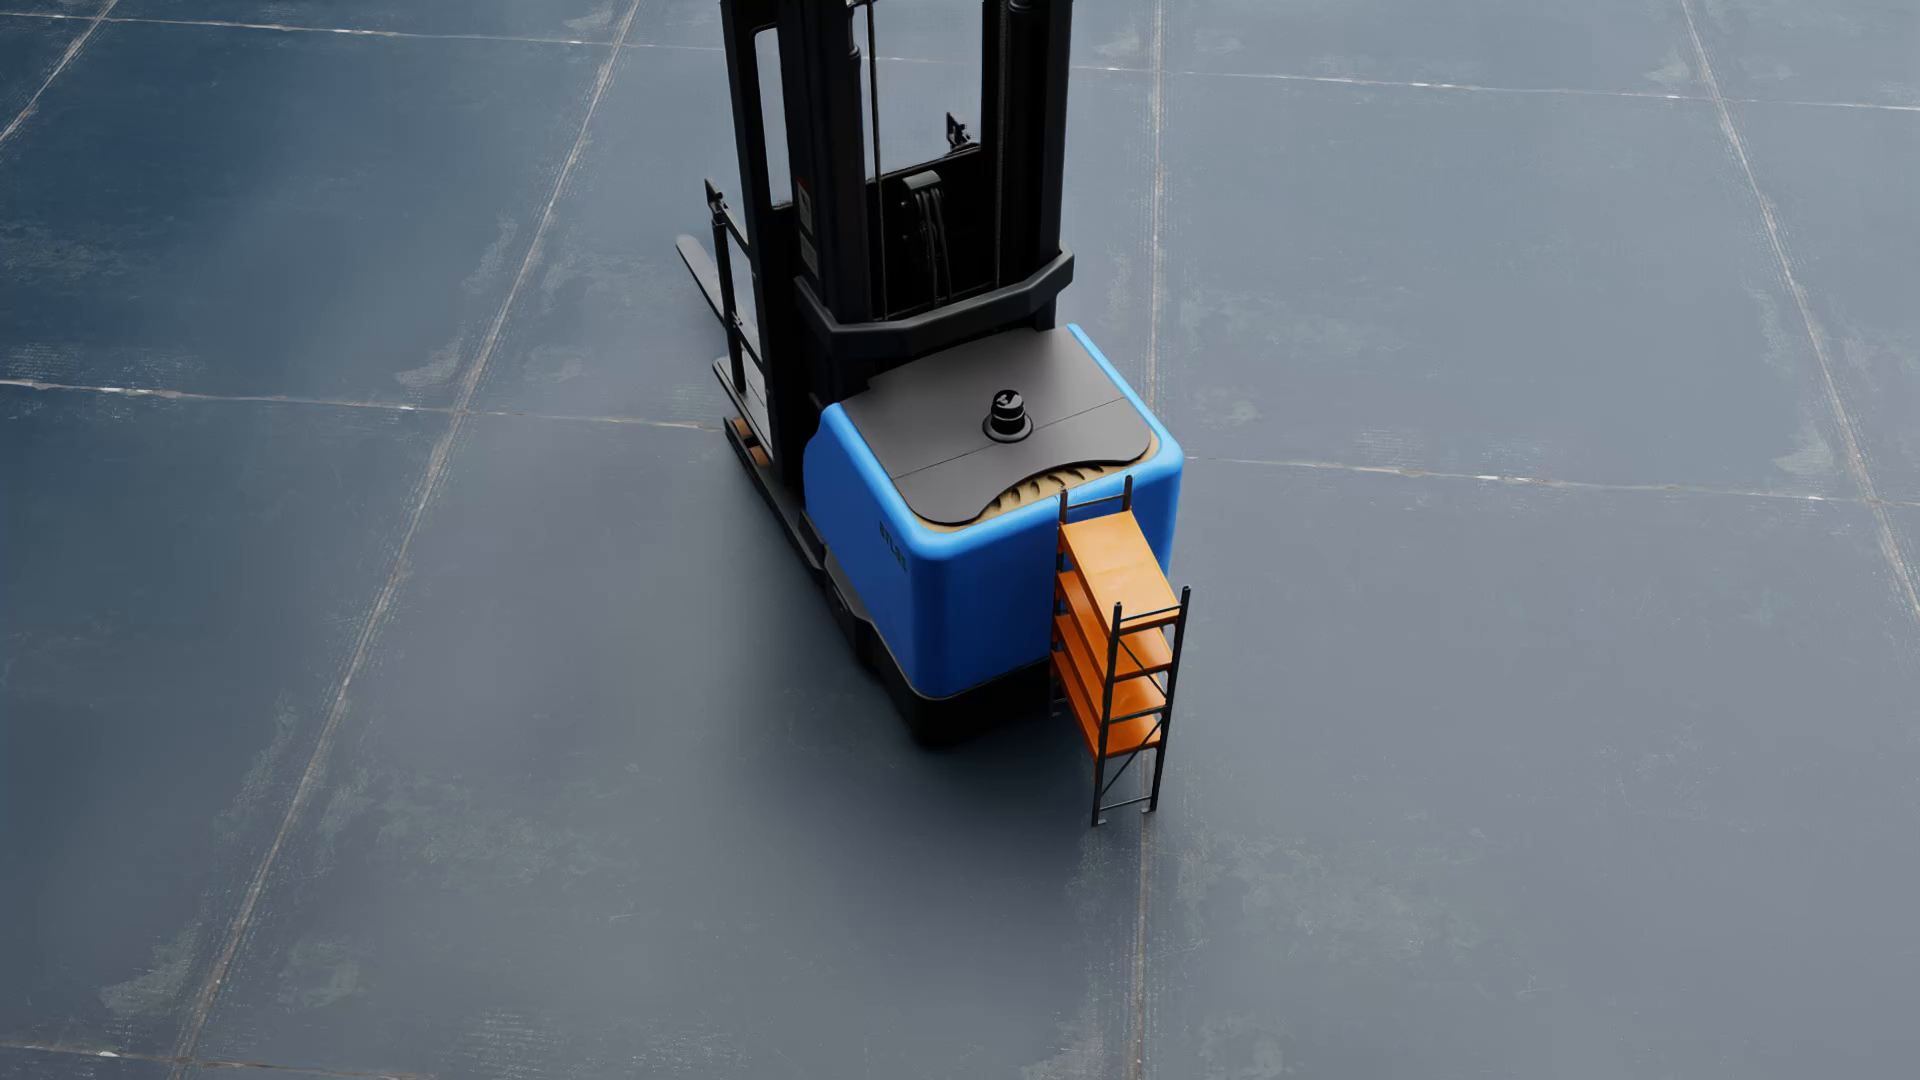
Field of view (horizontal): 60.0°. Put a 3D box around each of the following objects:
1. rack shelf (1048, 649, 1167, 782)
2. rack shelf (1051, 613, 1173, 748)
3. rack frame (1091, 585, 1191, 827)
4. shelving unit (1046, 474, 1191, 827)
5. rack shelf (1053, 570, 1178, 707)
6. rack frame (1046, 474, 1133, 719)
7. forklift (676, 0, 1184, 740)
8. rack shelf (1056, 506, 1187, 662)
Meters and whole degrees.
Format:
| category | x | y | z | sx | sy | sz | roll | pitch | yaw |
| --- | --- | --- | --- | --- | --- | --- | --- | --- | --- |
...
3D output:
| category | x | y | z | sx | sy | sz | roll | pitch | yaw |
| --- | --- | --- | --- | --- | --- | --- | --- | --- | --- |
| rack shelf | 0.506 | 0.577 | 5.769 | 0.258 | 0.148 | 0.480 | -13 | 49 | -11 |
| rack shelf | 0.506 | 0.443 | 5.622 | 0.258 | 0.148 | 0.480 | -13 | 49 | -11 |
| rack frame | 0.577 | 0.570 | 5.415 | 0.240 | 1.200 | 0.015 | -13 | 49 | -11 |
| shelving unit | 0.506 | 0.398 | 5.573 | 0.258 | 1.200 | 0.503 | -13 | 49 | -11 |
| rack shelf | 0.506 | 0.292 | 5.457 | 0.258 | 0.148 | 0.480 | -13 | 49 | -11 |
| rack frame | 0.436 | 0.225 | 5.730 | 0.240 | 1.200 | 0.015 | -13 | 49 | -11 |
| forklift | -0.343 | -1.363 | 6.010 | 1.130 | 2.935 | 3.031 | -20 | 51 | -18 |
| rack shelf | 0.506 | 0.133 | 5.283 | 0.258 | 0.148 | 0.480 | -13 | 49 | -11 |
